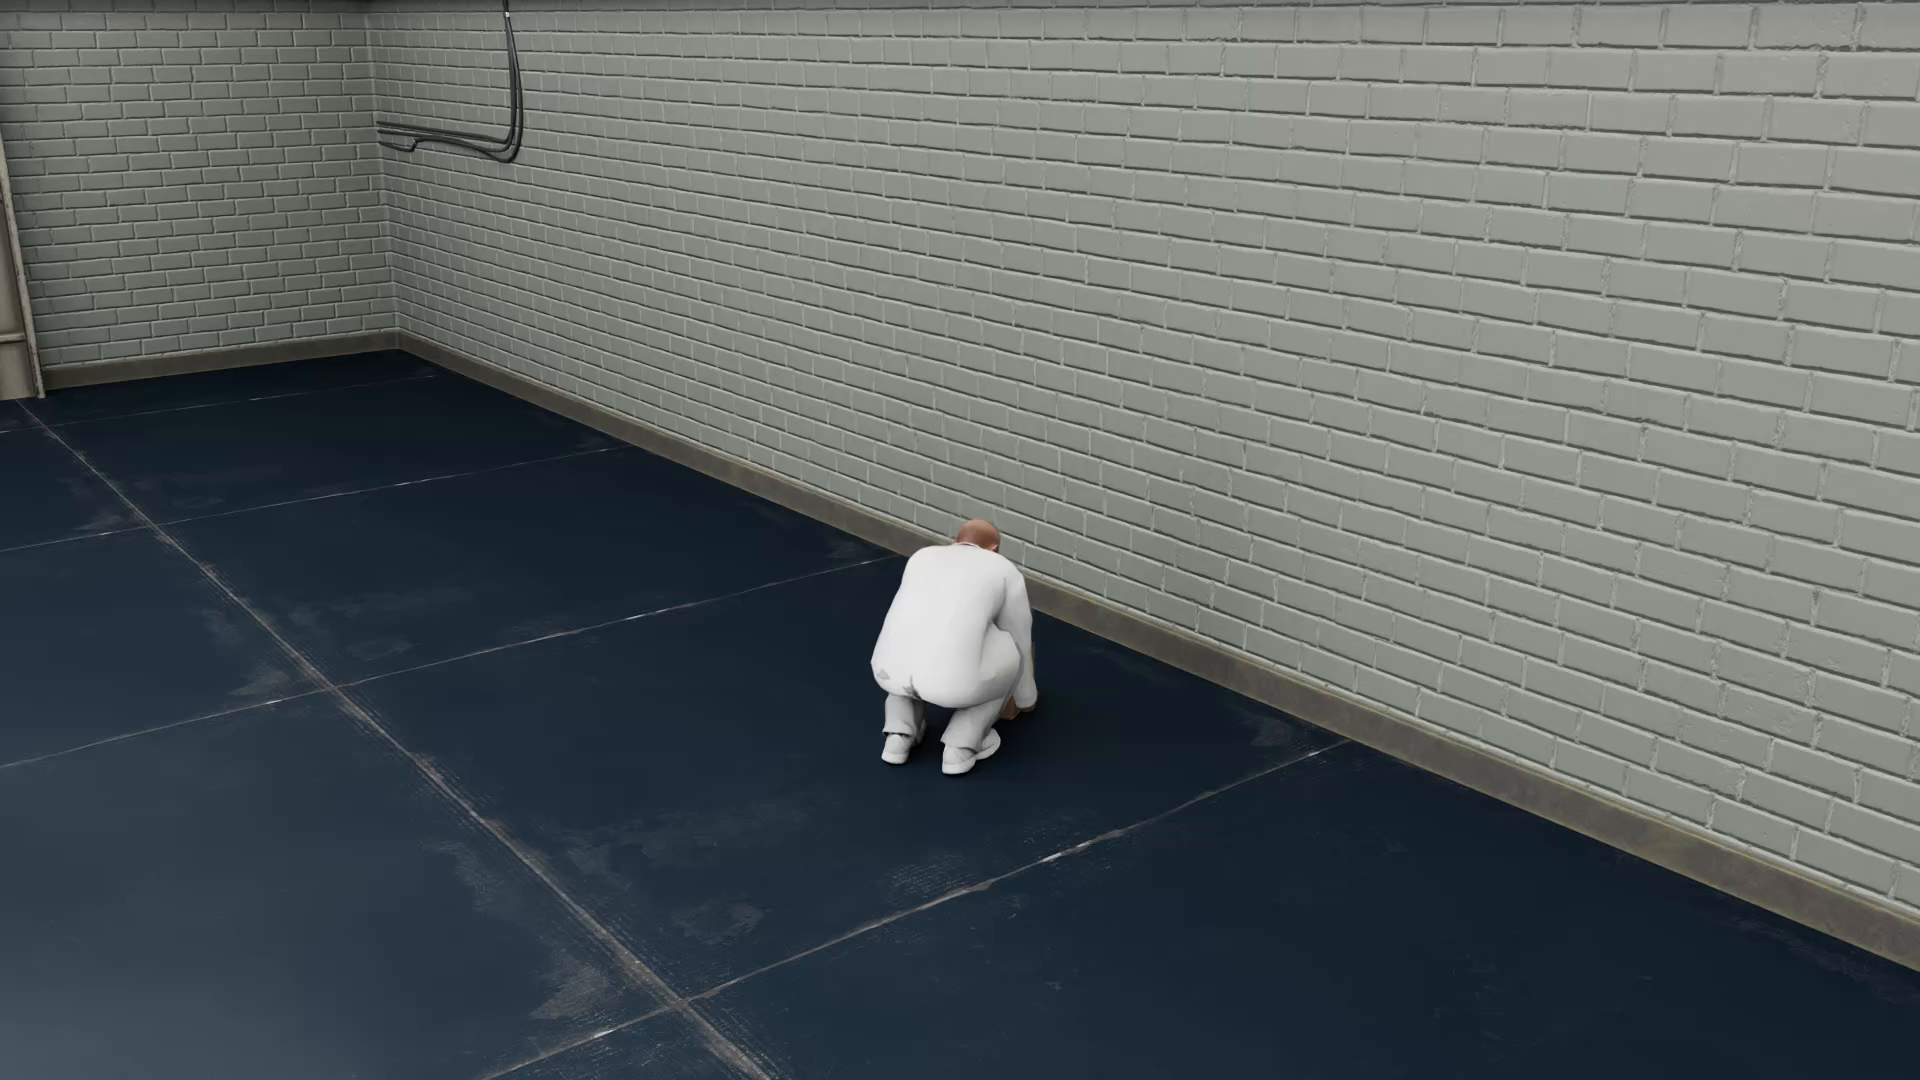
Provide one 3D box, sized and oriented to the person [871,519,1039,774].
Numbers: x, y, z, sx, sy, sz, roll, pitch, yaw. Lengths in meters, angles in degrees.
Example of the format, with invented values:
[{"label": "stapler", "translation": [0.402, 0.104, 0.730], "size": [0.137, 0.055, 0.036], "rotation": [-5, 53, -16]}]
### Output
[{"label": "person", "translation": [-0.015, 0.440, 6.464], "size": [0.582, 0.889, 0.932], "rotation": [7, 19, 21]}]
